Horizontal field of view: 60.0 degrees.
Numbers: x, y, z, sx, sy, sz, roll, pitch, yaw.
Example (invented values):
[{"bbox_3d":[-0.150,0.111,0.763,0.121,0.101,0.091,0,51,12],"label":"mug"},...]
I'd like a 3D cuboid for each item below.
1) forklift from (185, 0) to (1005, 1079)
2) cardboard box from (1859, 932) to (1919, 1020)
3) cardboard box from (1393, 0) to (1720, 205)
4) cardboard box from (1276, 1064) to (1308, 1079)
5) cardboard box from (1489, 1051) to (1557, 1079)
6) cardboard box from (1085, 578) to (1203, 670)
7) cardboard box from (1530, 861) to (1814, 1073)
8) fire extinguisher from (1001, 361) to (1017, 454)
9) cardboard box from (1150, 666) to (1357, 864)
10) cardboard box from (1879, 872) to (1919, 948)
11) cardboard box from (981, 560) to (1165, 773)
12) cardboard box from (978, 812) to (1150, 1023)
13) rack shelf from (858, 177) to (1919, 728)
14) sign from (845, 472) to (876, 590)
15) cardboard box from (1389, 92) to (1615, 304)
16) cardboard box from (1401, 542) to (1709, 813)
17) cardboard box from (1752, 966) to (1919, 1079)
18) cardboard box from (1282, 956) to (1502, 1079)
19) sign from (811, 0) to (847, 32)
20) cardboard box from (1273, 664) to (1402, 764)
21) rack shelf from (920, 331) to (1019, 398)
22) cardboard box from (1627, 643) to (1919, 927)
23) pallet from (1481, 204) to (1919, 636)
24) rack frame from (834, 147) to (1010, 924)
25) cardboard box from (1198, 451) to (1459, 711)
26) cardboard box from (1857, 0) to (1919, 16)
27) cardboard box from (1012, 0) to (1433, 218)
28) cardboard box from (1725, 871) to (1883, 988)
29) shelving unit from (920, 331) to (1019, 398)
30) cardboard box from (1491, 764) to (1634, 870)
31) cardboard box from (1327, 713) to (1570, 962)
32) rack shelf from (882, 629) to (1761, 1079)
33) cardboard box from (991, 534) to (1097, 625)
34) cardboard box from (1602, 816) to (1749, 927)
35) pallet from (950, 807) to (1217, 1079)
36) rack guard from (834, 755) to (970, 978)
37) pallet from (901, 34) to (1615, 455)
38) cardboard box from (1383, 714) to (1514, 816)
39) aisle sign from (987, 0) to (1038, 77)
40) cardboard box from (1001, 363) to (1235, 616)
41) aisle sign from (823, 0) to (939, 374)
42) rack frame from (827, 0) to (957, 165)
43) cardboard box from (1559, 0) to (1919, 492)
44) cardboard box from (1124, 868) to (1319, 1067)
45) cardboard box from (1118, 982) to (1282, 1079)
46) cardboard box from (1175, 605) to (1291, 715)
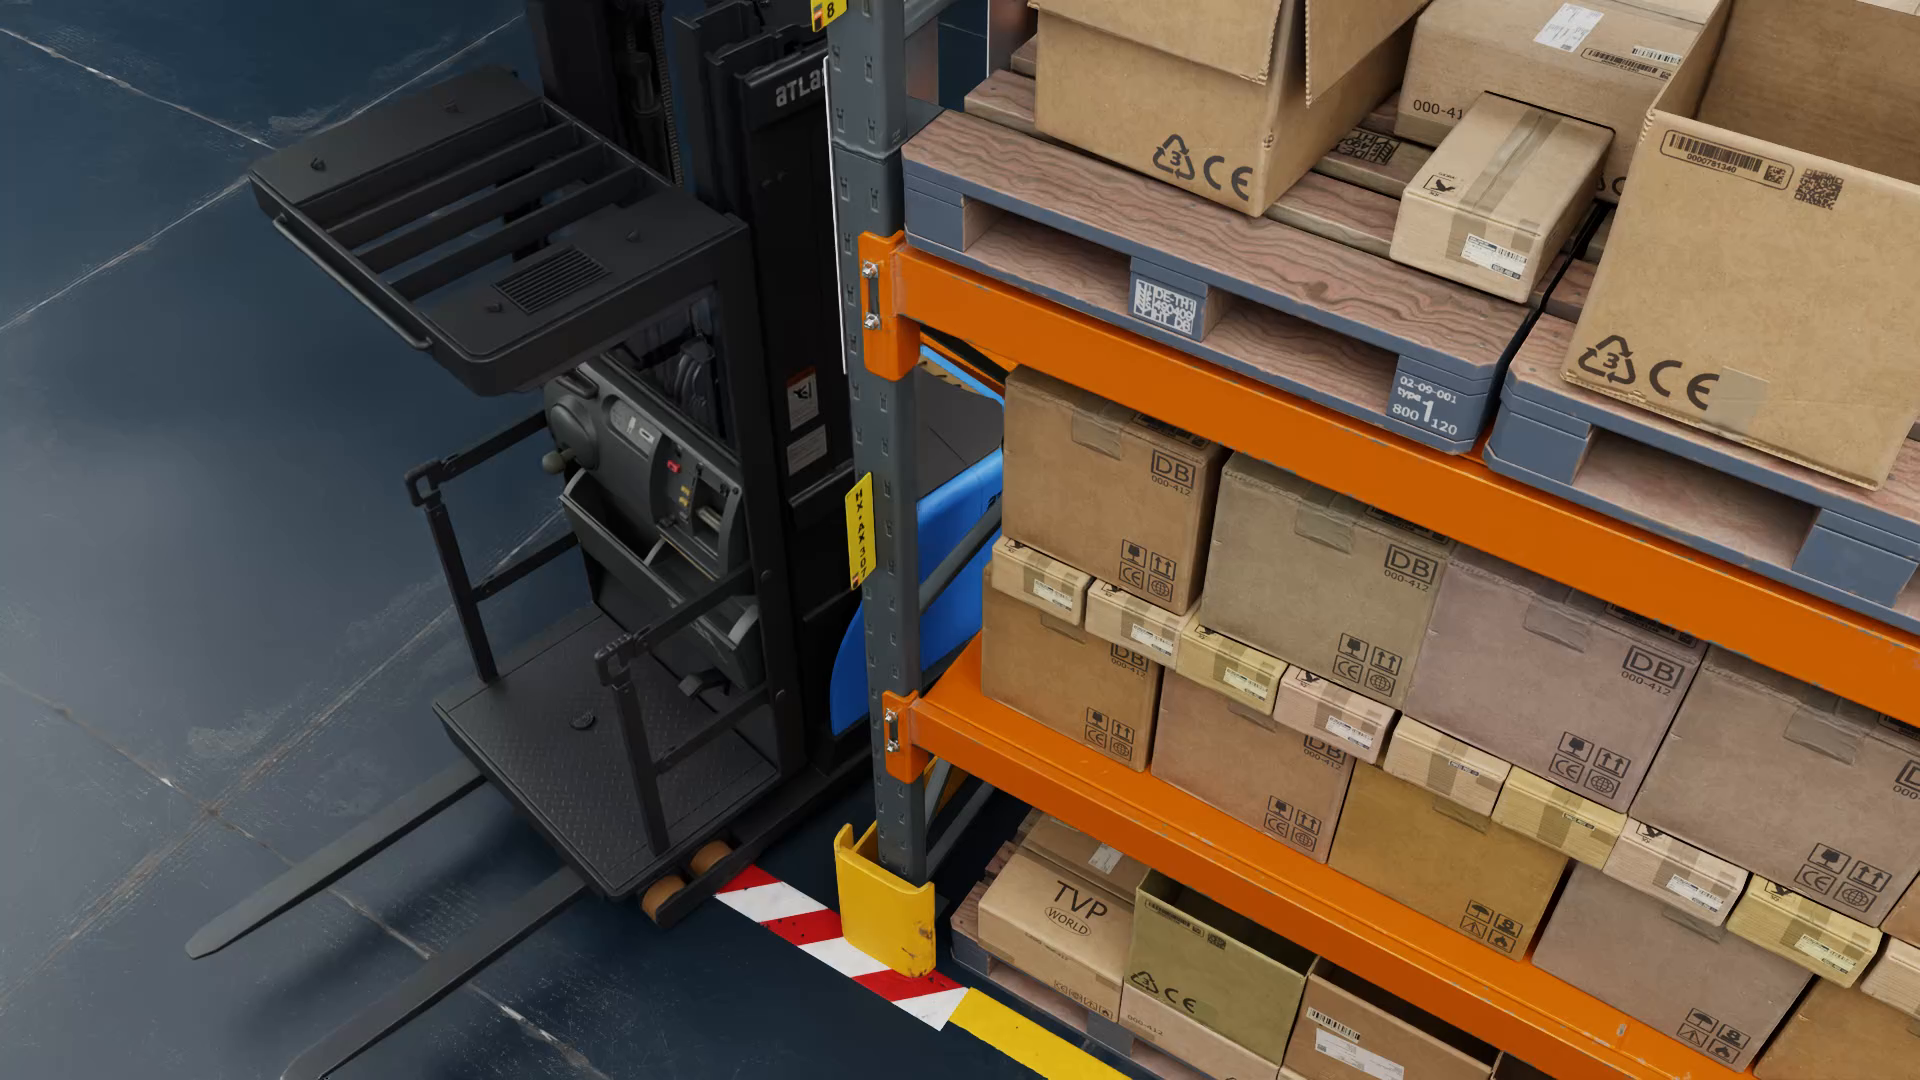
[{"bbox_3d":[-1.107,-0.174,4.875,3.031,2.935,1.130,-35,55,-29],"label":"forklift"},{"bbox_3d":[2.020,0.798,3.361,0.250,0.149,0.380,26,51,23],"label":"cardboard box"},{"bbox_3d":[1.178,-0.923,3.178,0.500,0.250,0.500,25,51,22],"label":"cardboard box"},{"bbox_3d":[1.241,1.518,4.808,0.500,0.250,0.500,25,51,22],"label":"cardboard box"},{"bbox_3d":[1.658,1.453,4.348,0.500,0.500,0.500,25,51,22],"label":"cardboard box"},{"bbox_3d":[0.504,0.100,4.039,0.250,0.149,0.380,23,50,21],"label":"cardboard box"},{"bbox_3d":[1.757,0.730,3.879,0.500,0.500,0.700,26,51,23],"label":"cardboard box"},{"bbox_3d":[0.217,-0.321,5.024,0.183,0.674,0.296,25,51,22],"label":"fire extinguisher"},{"bbox_3d":[0.897,0.333,4.265,0.500,0.500,0.700,26,51,23],"label":"cardboard box"},{"bbox_3d":[2.209,0.483,3.215,0.500,0.500,0.700,25,51,22],"label":"cardboard box"},{"bbox_3d":[0.452,0.132,4.460,0.500,0.500,0.700,25,51,22],"label":"cardboard box"},{"bbox_3d":[0.397,1.132,5.182,0.500,0.250,0.500,25,51,22],"label":"cardboard box"},{"bbox_3d":[1.749,-0.042,3.109,4.000,0.370,1.077,25,51,22],"label":"rack shelf"},{"bbox_3d":[-0.239,-0.018,4.017,0.005,0.325,0.100,25,51,22],"label":"sign"},{"bbox_3d":[0.961,-0.612,2.947,0.250,0.149,0.380,25,51,22],"label":"cardboard box"},{"bbox_3d":[1.367,0.096,3.591,0.500,0.500,0.700,25,51,22],"label":"cardboard box"},{"bbox_3d":[2.188,0.928,3.687,0.500,0.500,0.700,25,51,23],"label":"cardboard box"},{"bbox_3d":[1.247,1.249,4.546,0.500,0.500,0.500,25,51,22],"label":"cardboard box"},{"bbox_3d":[-0.239,-1.066,2.938,0.005,0.325,0.100,25,51,22],"label":"sign"},{"bbox_3d":[0.924,0.297,3.848,0.250,0.149,0.380,24,50,22],"label":"cardboard box"},{"bbox_3d":[0.134,-0.714,6.251,1.000,0.278,0.538,31,53,27],"label":"rack shelf"},{"bbox_3d":[1.789,0.289,3.403,0.500,0.500,0.700,25,51,22],"label":"cardboard box"},{"bbox_3d":[1.678,-0.275,2.896,1.213,0.211,1.003,25,51,22],"label":"pallet"},{"bbox_3d":[0.066,-0.021,4.679,0.127,3.000,1.000,25,51,22],"label":"rack frame"},{"bbox_3d":[0.942,-0.099,3.780,0.500,0.500,0.700,23,50,21],"label":"cardboard box"},{"bbox_3d":[1.646,-0.729,2.947,0.500,0.311,0.500,31,53,26],"label":"cardboard box"},{"bbox_3d":[0.547,-1.073,3.147,0.637,0.503,0.797,28,52,25],"label":"cardboard box"},{"bbox_3d":[1.795,0.697,3.459,0.250,0.149,0.380,26,51,23],"label":"cardboard box"},{"bbox_3d":[0.134,-0.510,6.461,1.048,1.125,0.538,31,53,27],"label":"shelving unit"},{"bbox_3d":[1.365,0.497,3.653,0.250,0.149,0.380,24,50,22],"label":"cardboard box"},{"bbox_3d":[1.311,0.528,4.075,0.500,0.500,0.700,25,51,22],"label":"cardboard box"},{"bbox_3d":[1.749,1.004,4.185,4.000,0.370,1.077,25,51,22],"label":"rack shelf"},{"bbox_3d":[0.280,0.000,4.137,0.250,0.149,0.380,24,51,22],"label":"cardboard box"},{"bbox_3d":[1.573,0.595,3.558,0.250,0.149,0.380,25,51,22],"label":"cardboard box"},{"bbox_3d":[0.732,1.221,5.416,1.213,0.211,1.003,25,51,22],"label":"pallet"},{"bbox_3d":[0.046,0.840,5.585,0.348,0.500,1.175,25,51,22],"label":"rack guard"},{"bbox_3d":[0.647,-0.747,3.354,1.213,0.211,1.003,25,51,22],"label":"pallet"},{"bbox_3d":[1.150,0.398,3.749,0.250,0.149,0.380,23,50,21],"label":"cardboard box"},{"bbox_3d":[0.169,-1.130,3.944,0.004,0.787,0.394,25,51,22],"label":"aisle sign"},{"bbox_3d":[0.496,-0.299,3.975,0.500,0.500,0.700,25,51,22],"label":"cardboard box"},{"bbox_3d":[-0.155,-0.768,3.592,0.004,0.787,0.394,25,51,22],"label":"aisle sign"},{"bbox_3d":[0.066,-2.112,2.528,0.127,3.000,1.000,25,51,22],"label":"rack frame"},{"bbox_3d":[1.316,-0.489,2.582,0.500,0.500,0.500,25,51,22],"label":"cardboard box"},{"bbox_3d":[0.819,1.064,4.727,0.500,0.500,0.500,25,51,22],"label":"cardboard box"},{"bbox_3d":[0.820,1.324,4.997,0.500,0.250,0.500,25,51,22],"label":"cardboard box"},{"bbox_3d":[0.713,0.198,3.944,0.250,0.149,0.380,25,51,22],"label":"cardboard box"}]
